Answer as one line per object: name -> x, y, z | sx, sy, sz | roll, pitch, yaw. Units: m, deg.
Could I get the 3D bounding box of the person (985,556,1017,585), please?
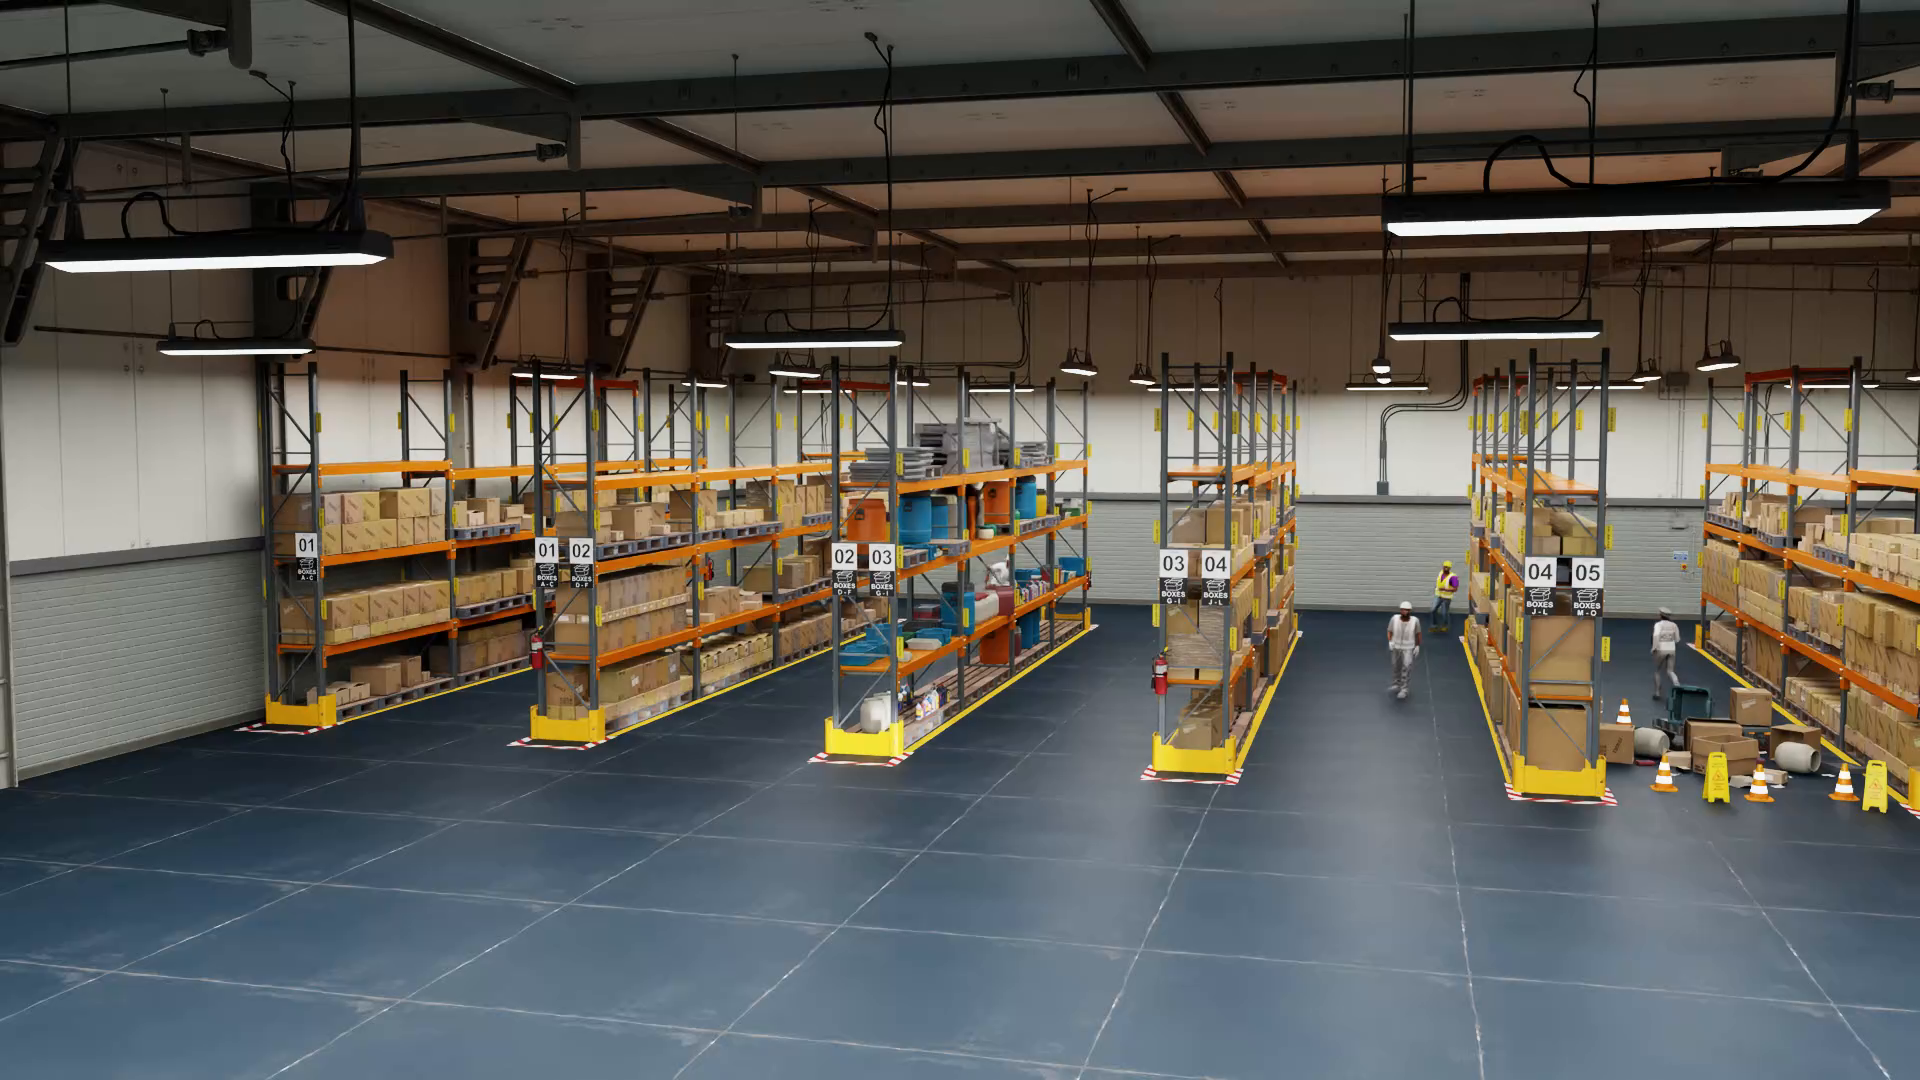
person -> 1.019, 1.163, 42.976 | 1.109, 1.580, 0.725 | 4, 5, 41

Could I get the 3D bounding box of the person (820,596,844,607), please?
person -> -3.291, 1.024, 43.828 | 1.001, 1.790, 0.615 | 2, 4, 20

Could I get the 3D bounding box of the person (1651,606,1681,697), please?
person -> 12.718, 2.056, 29.946 | 0.581, 1.693, 0.907 | 0, 4, 0

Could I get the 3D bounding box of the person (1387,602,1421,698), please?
person -> 8.060, 1.968, 30.300 | 0.610, 1.719, 0.876 | 2, 5, 27

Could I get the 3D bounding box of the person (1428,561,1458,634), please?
person -> 11.498, 1.383, 39.323 | 0.687, 1.805, 0.719 | -4, 5, -41
